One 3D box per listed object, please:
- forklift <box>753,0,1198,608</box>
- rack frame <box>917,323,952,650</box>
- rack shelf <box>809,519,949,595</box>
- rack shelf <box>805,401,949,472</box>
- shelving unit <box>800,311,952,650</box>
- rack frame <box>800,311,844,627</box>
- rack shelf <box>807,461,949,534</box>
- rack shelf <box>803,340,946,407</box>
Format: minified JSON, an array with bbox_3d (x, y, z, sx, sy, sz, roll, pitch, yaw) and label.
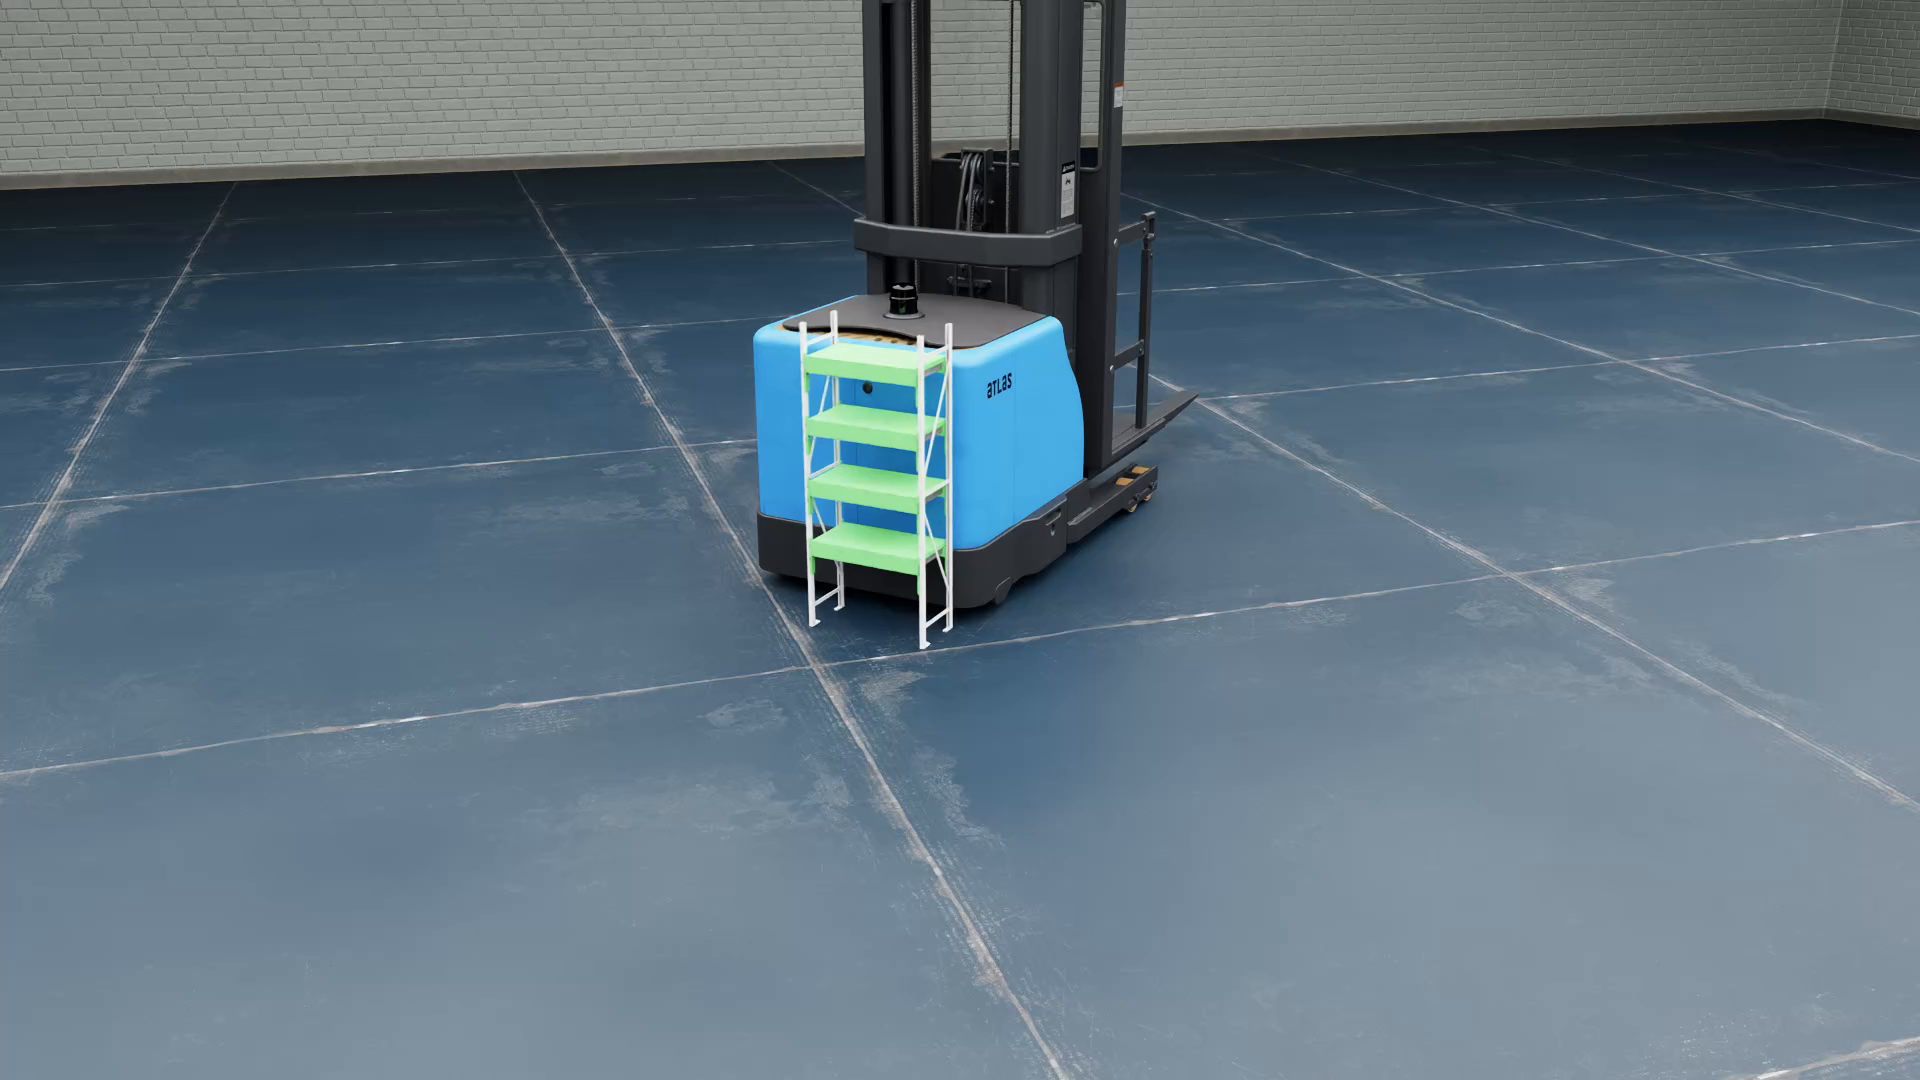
[{"bbox_3d":[0.291,-1.568,7.447,1.130,2.935,3.031,10,22,26],"label":"forklift"},{"bbox_3d":[-0.090,-0.188,6.165,0.015,1.200,0.240,10,22,25],"label":"rack frame"},{"bbox_3d":[-0.308,0.061,6.371,0.480,0.148,0.258,10,22,25],"label":"rack shelf"},{"bbox_3d":[-0.308,-0.391,6.209,0.480,0.148,0.258,10,22,25],"label":"rack shelf"},{"bbox_3d":[-0.308,-0.225,6.269,0.503,1.200,0.258,10,22,25],"label":"shelving unit"},{"bbox_3d":[-0.525,-0.263,6.373,0.015,1.200,0.240,10,22,25],"label":"rack frame"},{"bbox_3d":[-0.308,-0.165,6.290,0.480,0.148,0.258,10,22,25],"label":"rack shelf"},{"bbox_3d":[-0.307,-0.617,6.128,0.480,0.148,0.258,10,22,25],"label":"rack shelf"}]
